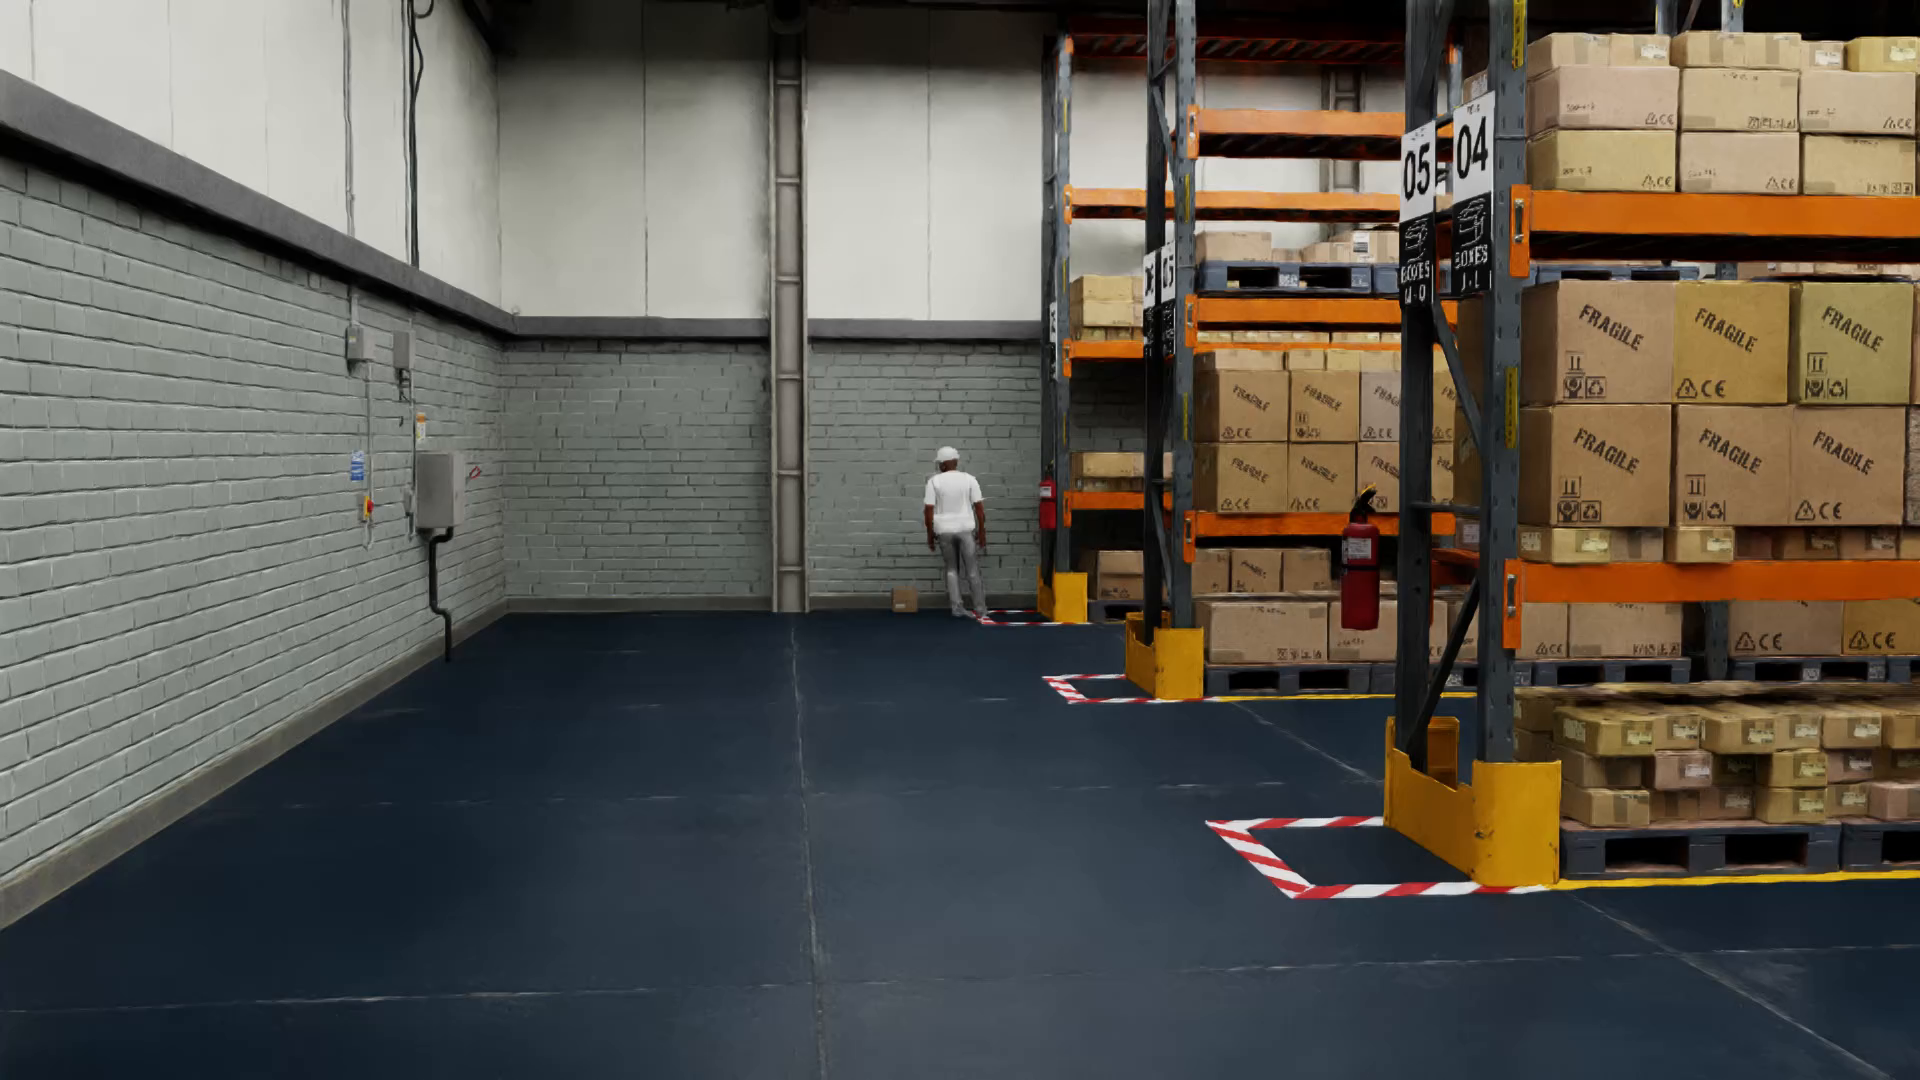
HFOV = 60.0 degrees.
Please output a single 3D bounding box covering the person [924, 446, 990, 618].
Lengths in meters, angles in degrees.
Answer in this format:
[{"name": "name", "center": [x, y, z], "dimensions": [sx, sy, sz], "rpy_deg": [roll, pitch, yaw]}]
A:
[{"name": "person", "center": [-0.027, -0.081, 16.963], "dimensions": [0.675, 1.752, 0.463], "rpy_deg": [0, 3, 0]}]
